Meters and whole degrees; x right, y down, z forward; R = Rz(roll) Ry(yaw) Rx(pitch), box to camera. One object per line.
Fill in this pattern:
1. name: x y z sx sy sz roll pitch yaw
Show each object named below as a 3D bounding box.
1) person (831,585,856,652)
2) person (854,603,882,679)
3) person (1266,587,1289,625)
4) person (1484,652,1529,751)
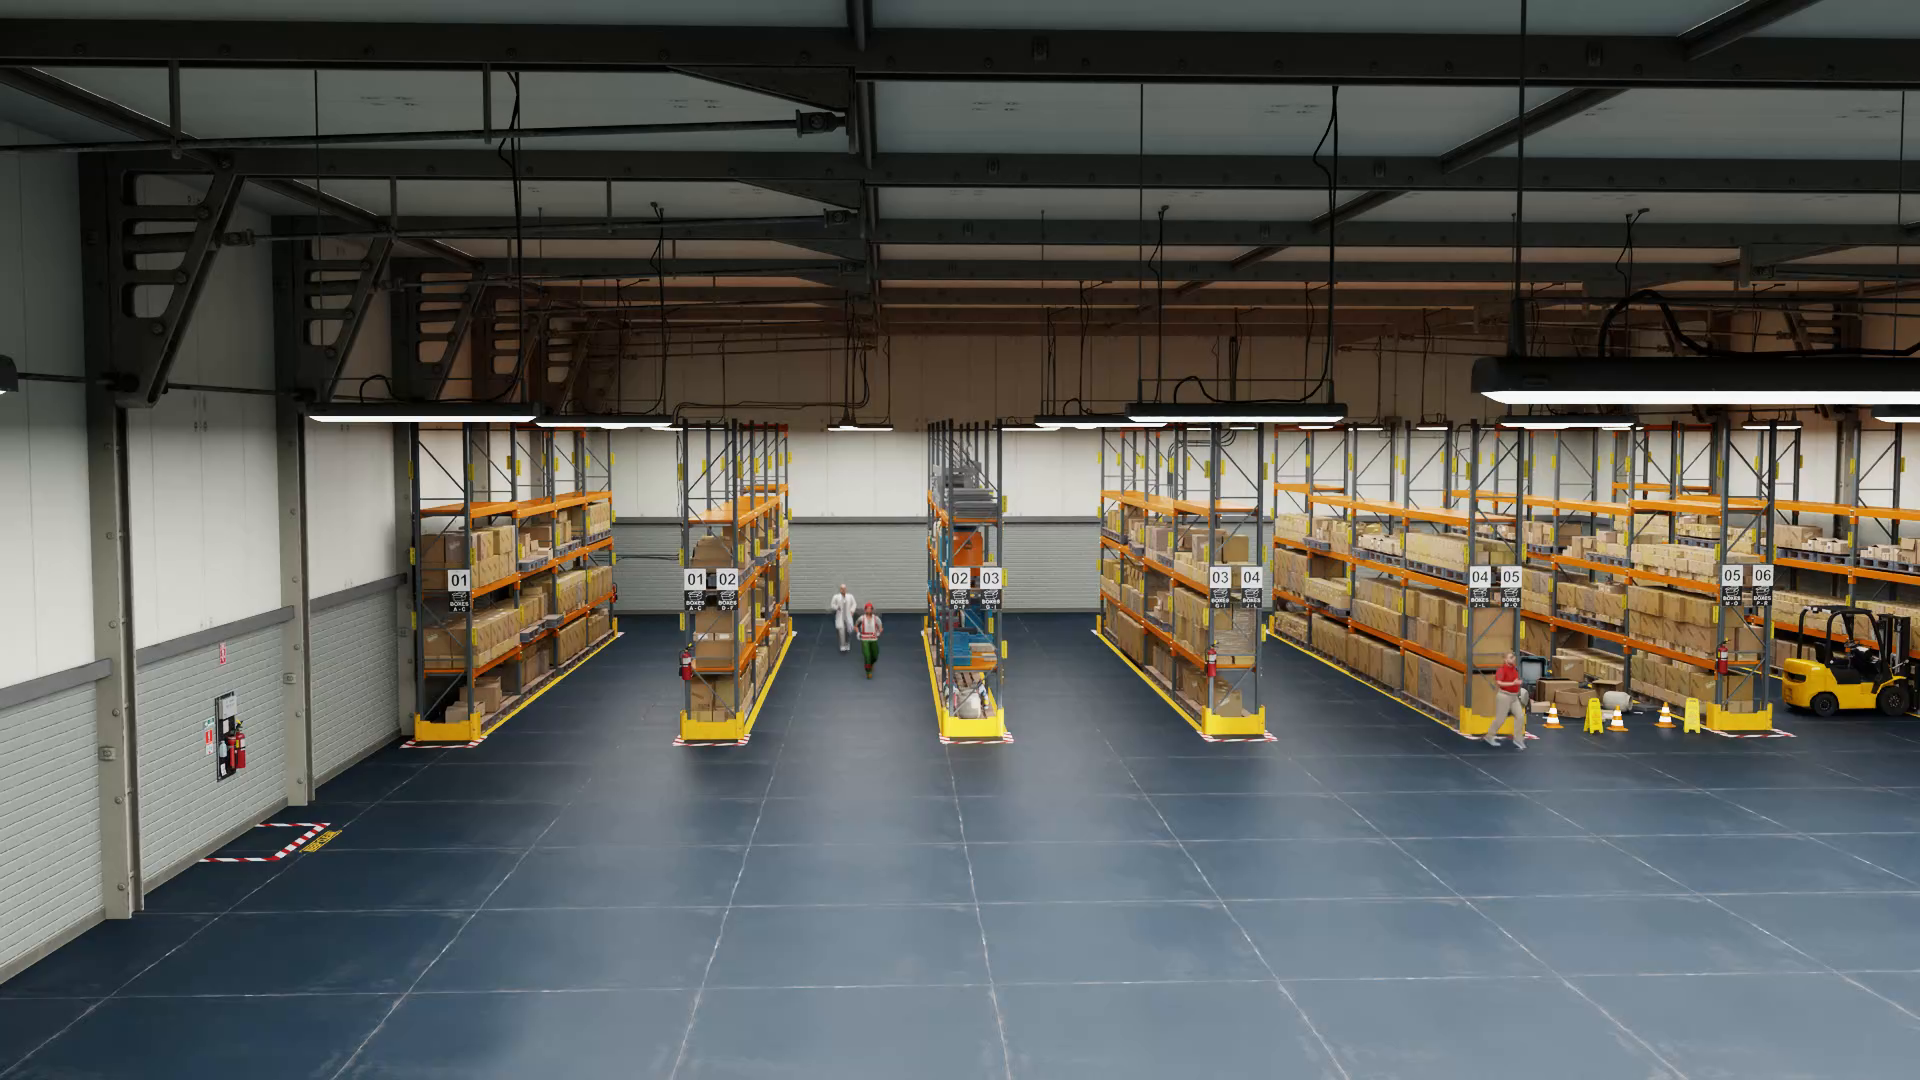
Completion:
1. person: -3.027 2.102 43.538 0.693 1.685 0.680 -1 4 -11
2. person: -2.140 2.354 38.998 0.663 1.748 0.780 -1 4 -11
3. person: 9.451 1.685 49.118 0.951 1.758 0.698 2 4 22
4. person: 9.920 2.930 30.153 0.656 1.796 0.752 -3 5 -39
